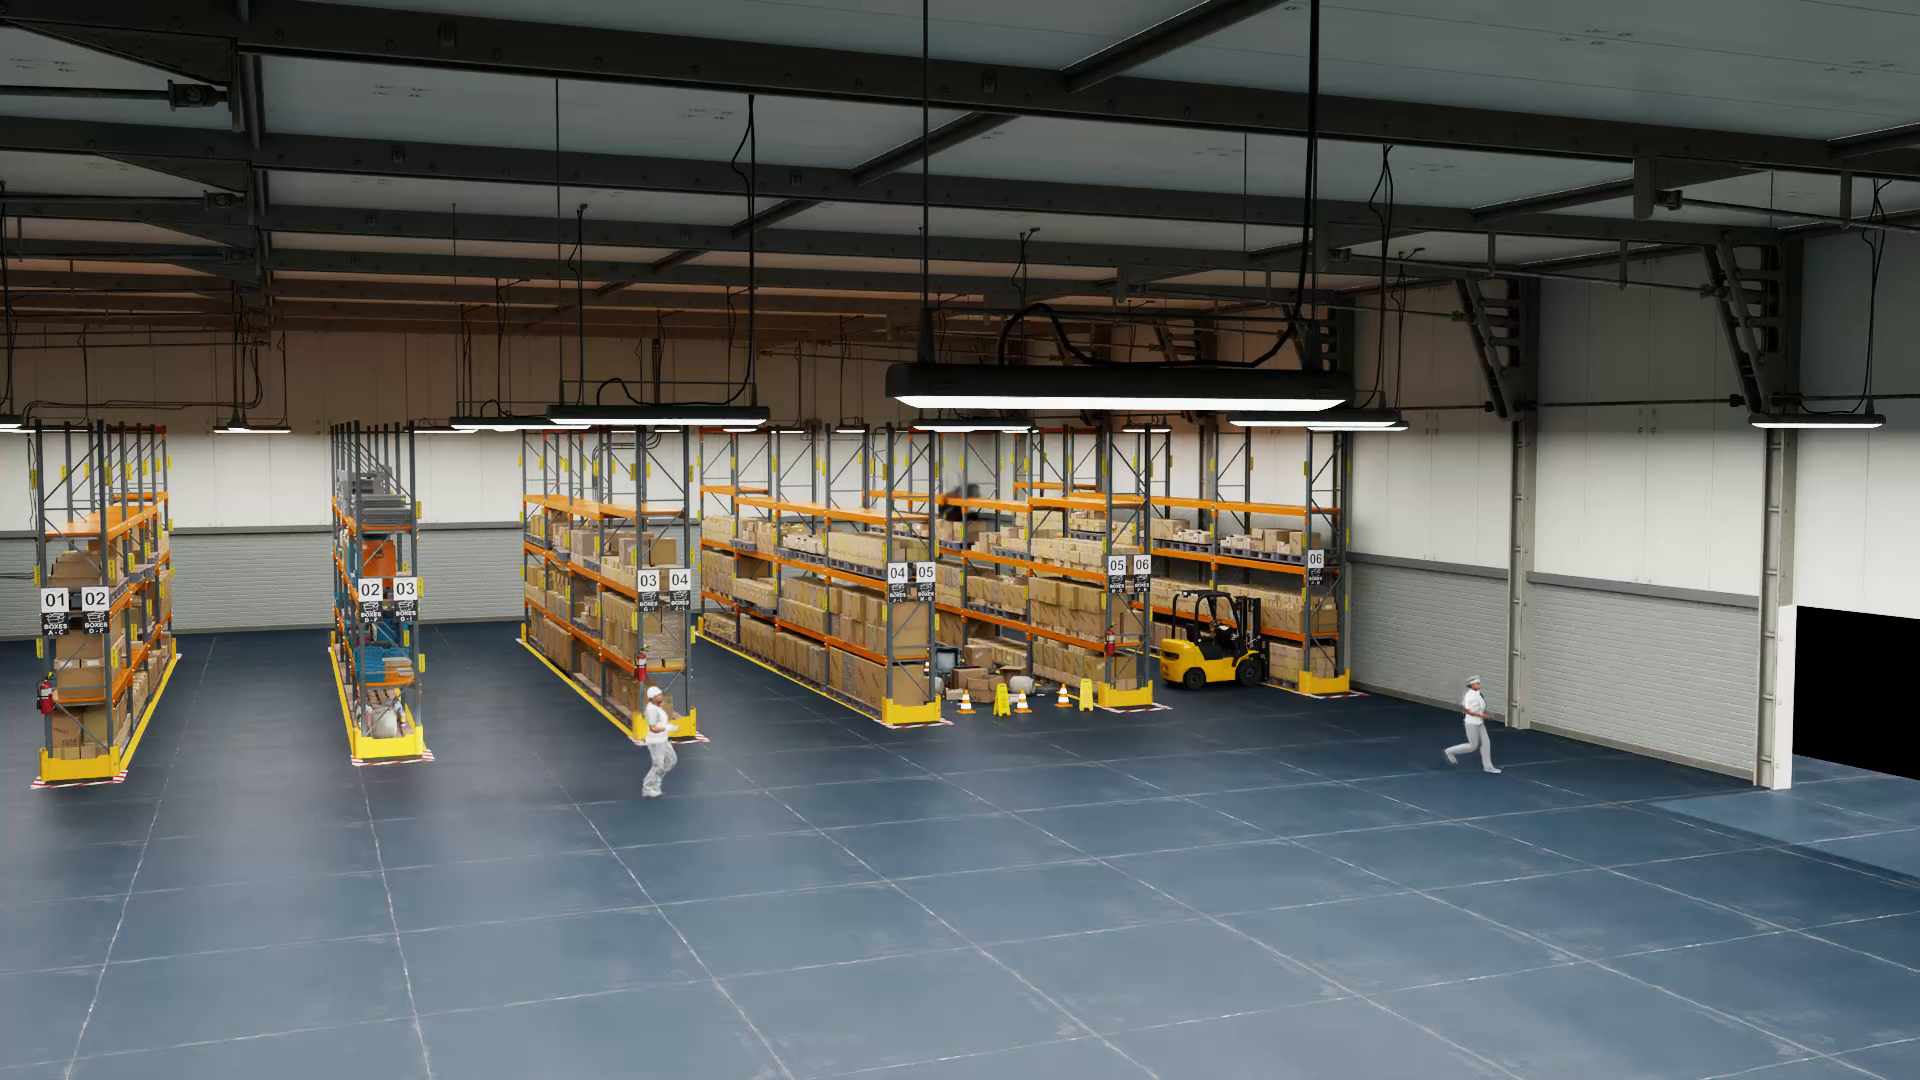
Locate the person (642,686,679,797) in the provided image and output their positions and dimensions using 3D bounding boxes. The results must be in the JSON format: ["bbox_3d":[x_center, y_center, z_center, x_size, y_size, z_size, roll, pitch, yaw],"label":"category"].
[{"bbox_3d":[-4.727,3.194,26.304,0.633,1.767,0.662,0,4,0],"label":"person"}]

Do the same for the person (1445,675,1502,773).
[{"bbox_3d":[8.756,3.116,28.297,0.934,1.666,0.595,2,4,30],"label":"person"}]

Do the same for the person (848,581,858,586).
[{"bbox_3d":[-3.232,1.745,51.219,0.805,1.609,0.549,0,4,-7],"label":"person"}]

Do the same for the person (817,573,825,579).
[{"bbox_3d":[-4.182,1.674,50.810,0.912,1.832,0.668,-1,4,-16],"label":"person"}]
